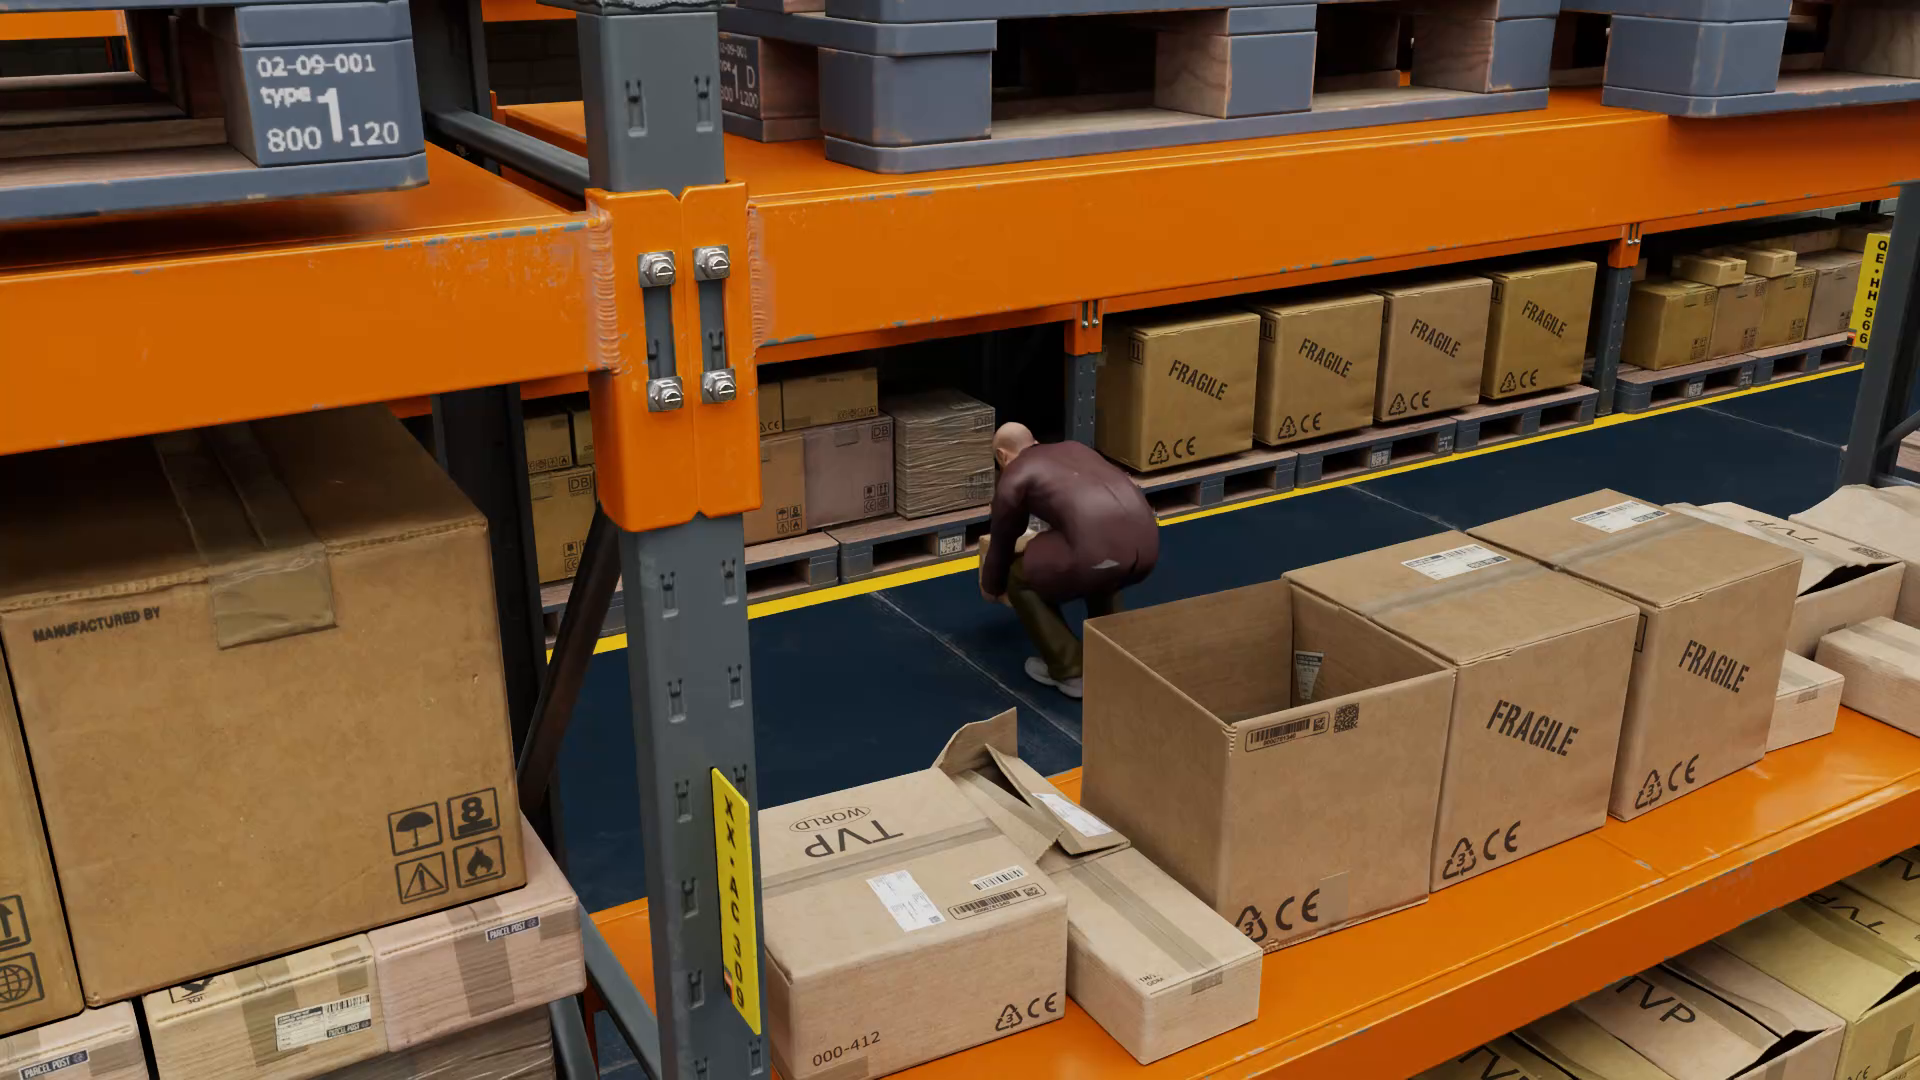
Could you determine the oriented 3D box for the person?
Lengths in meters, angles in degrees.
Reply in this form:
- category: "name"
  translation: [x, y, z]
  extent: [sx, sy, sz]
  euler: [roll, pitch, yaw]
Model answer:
- category: "person"
  translation: [0.443, 0.070, 6.992]
  extent: [0.592, 1.001, 0.950]
  euler: [-13, 25, -30]
